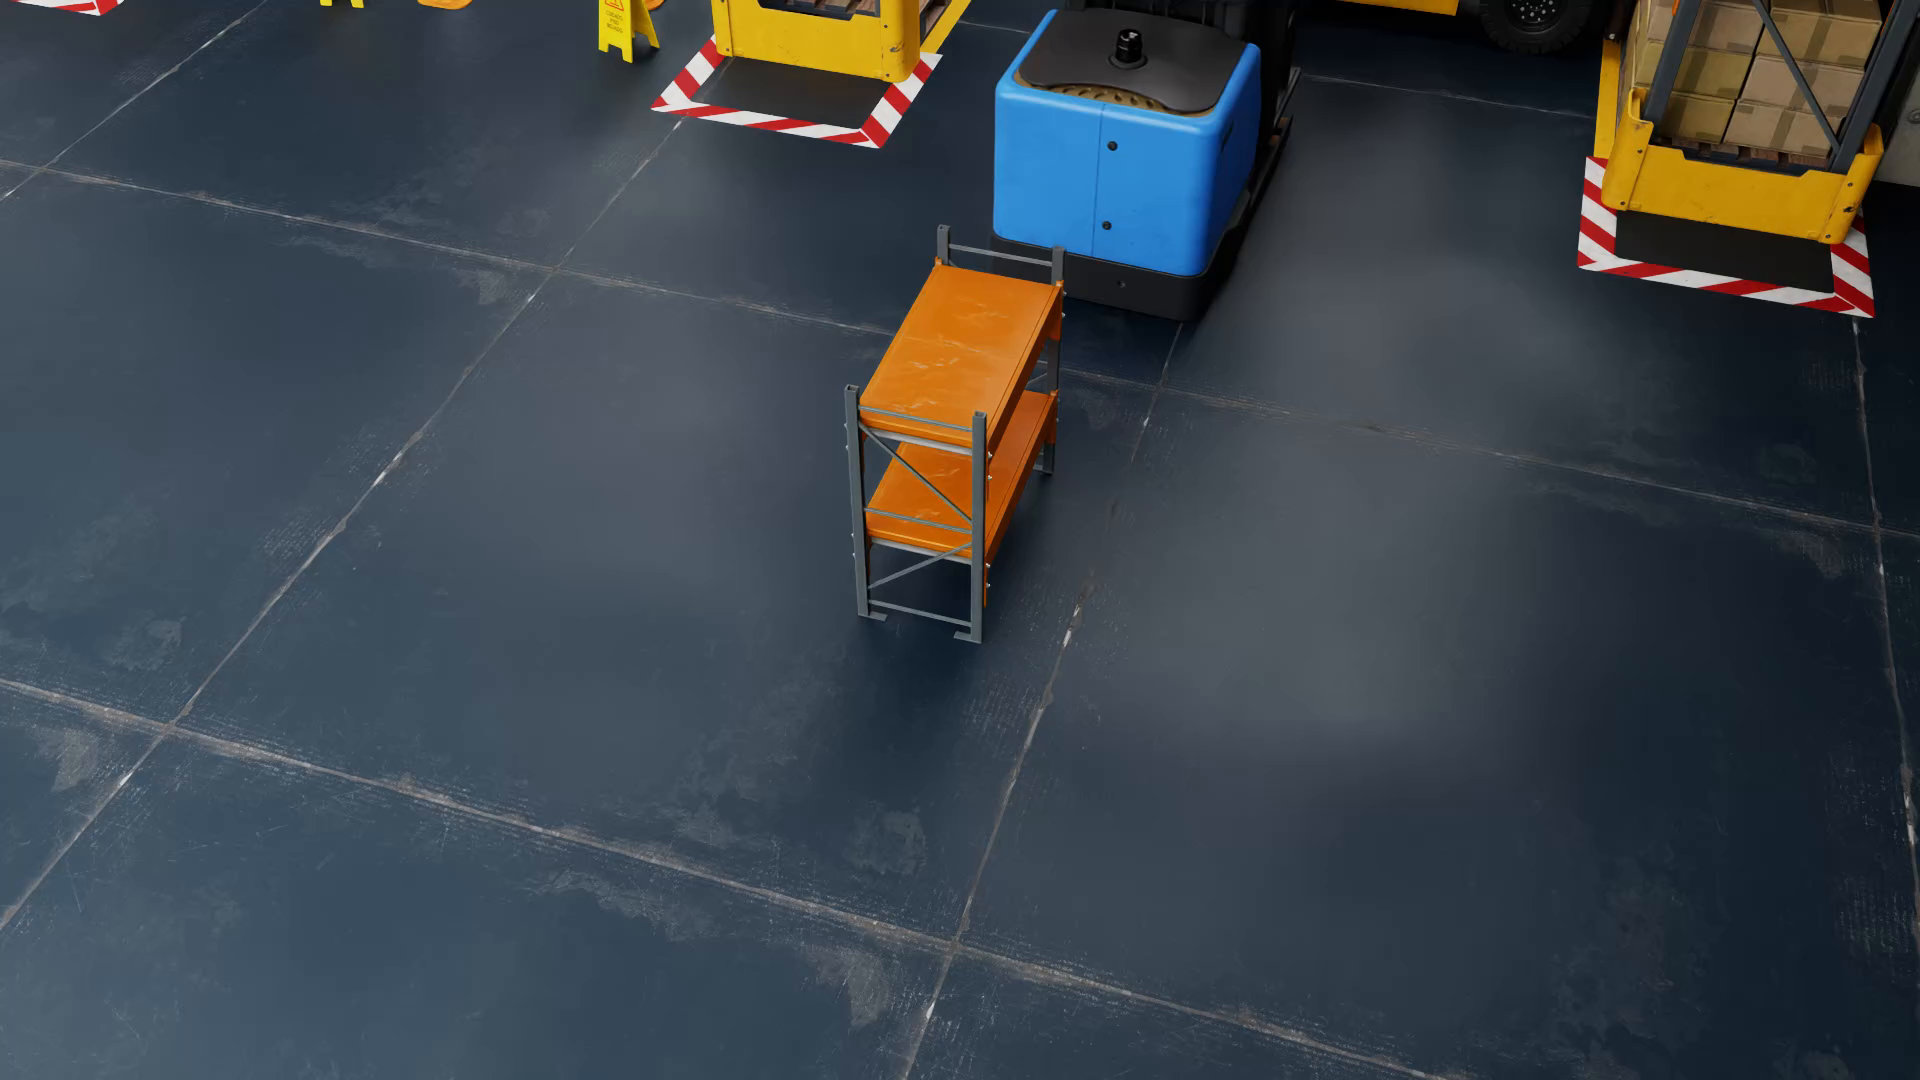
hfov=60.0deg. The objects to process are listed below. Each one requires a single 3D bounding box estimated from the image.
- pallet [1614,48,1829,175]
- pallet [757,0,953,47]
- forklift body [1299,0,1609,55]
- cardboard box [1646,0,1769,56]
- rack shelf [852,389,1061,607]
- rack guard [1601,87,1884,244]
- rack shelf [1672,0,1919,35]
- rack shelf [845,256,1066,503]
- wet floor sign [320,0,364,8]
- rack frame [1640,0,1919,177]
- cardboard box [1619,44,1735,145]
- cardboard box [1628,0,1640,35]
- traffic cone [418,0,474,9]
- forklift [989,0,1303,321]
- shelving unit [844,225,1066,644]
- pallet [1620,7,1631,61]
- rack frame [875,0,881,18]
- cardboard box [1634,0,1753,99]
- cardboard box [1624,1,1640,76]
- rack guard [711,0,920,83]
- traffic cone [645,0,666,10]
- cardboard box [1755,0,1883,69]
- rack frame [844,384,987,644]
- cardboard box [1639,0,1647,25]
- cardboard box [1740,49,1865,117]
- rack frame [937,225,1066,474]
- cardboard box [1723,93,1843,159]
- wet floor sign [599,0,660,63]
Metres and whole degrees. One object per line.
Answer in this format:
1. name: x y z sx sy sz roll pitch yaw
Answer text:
1. pallet: 4.079 -2.303 8.952 1.003 0.211 1.213 13 46 13
2. pallet: -0.541 -3.417 10.091 1.003 0.211 1.213 13 46 13
3. forklift body: 2.723 -4.128 9.430 2.313 2.155 1.214 13 46 13
4. cardboard box: 3.730 -2.678 8.293 0.500 0.250 0.500 14 46 14
5. rack shelf: 0.002 -0.232 6.532 0.538 0.278 1.000 13 46 13
6. rack guard: 3.880 -1.871 8.305 1.175 0.500 0.348 13 46 13
7. rack shelf: 4.493 -3.857 9.061 1.077 0.370 4.000 13 46 13
8. rack shelf: 0.002 -0.616 6.156 0.538 0.278 1.000 13 46 13
9. wet floor sign: -3.714 -3.530 9.896 0.267 0.644 0.232 5 45 5
10. rack frame: 3.888 -2.781 7.447 1.000 3.000 0.127 13 46 13
11. cardboard box: 3.729 -2.328 8.650 0.500 0.250 0.500 13 46 13
12. cardboard box: 4.048 -2.989 9.326 0.500 0.250 0.500 13 46 13
13. traffic cone: -3.104 -3.491 9.987 0.336 0.463 0.334 13 46 13
14. forklift: 1.132 -3.108 7.830 1.130 2.935 3.031 15 46 14
15. shelving unit: 0.002 -0.407 6.361 0.538 1.125 1.048 13 46 13
16. pallet: 4.451 -3.113 9.780 1.003 0.211 1.213 13 46 13
17. rack frame: -0.844 -3.829 8.519 1.000 3.000 0.127 13 46 13
18. cardboard box: 3.737 -2.517 8.486 0.500 0.250 0.500 12 46 12
19. cardboard box: 3.888 -2.658 8.987 0.500 0.250 0.500 13 46 12
20. rack guard: -0.821 -2.987 9.445 1.175 0.500 0.348 13 46 13
21. traffic cone: -1.943 -3.483 9.978 0.336 0.463 0.334 13 46 13
22. cardboard box: 4.213 -2.586 8.198 0.500 0.250 0.500 12 46 12
23. rack frame: -0.152 -0.068 6.015 0.500 1.125 0.032 13 46 13
24. cardboard box: 3.899 -2.849 8.825 0.500 0.250 0.500 12 46 12
25. cardboard box: 4.228 -2.396 8.362 0.500 0.250 0.500 13 46 13
26. rack frame: 0.156 -0.745 6.707 0.500 1.125 0.032 13 46 13
27. cardboard box: 4.223 -2.234 8.554 0.500 0.250 0.500 13 46 13
28. wet floor sign: -1.921 -3.088 9.444 0.267 0.644 0.232 28 51 26
